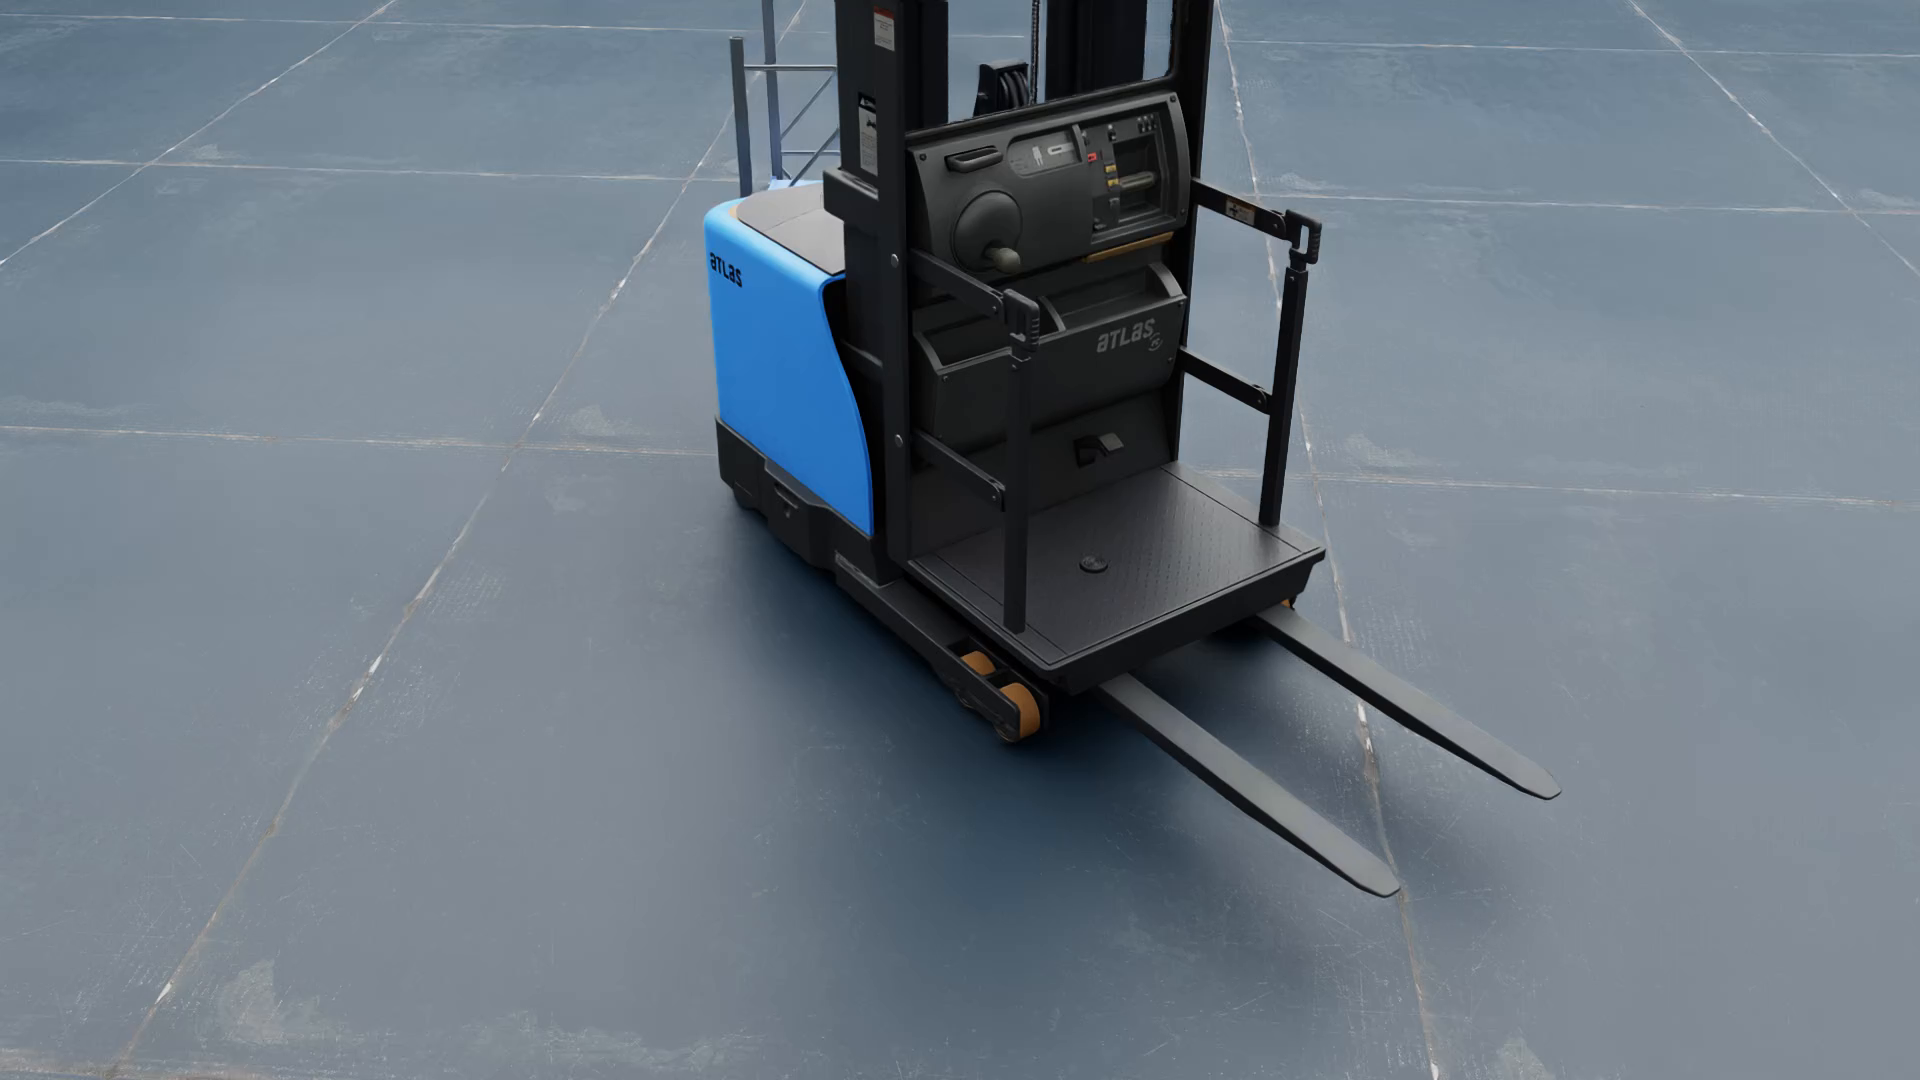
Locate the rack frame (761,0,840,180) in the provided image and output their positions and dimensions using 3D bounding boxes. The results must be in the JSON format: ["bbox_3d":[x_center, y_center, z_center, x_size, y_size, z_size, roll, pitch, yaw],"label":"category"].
[{"bbox_3d":[-0.537,-1.610,6.932,0.500,1.500,0.032,0,32,0],"label":"rack frame"}]

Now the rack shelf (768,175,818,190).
[{"bbox_3d":[-0.537,-1.190,6.594,0.538,0.185,1.000,0,32,0],"label":"rack shelf"}]

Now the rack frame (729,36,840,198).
[{"bbox_3d":[-0.536,-1.076,6.067,0.500,1.500,0.032,0,32,0],"label":"rack frame"}]

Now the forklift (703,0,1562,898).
[{"bbox_3d":[0.399,-0.957,4.509,1.130,2.935,3.031,-21,37,-30],"label":"forklift"}]

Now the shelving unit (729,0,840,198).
[{"bbox_3d":[-0.537,-1.343,6.500,0.538,1.500,1.048,0,32,0],"label":"shelving unit"}]
